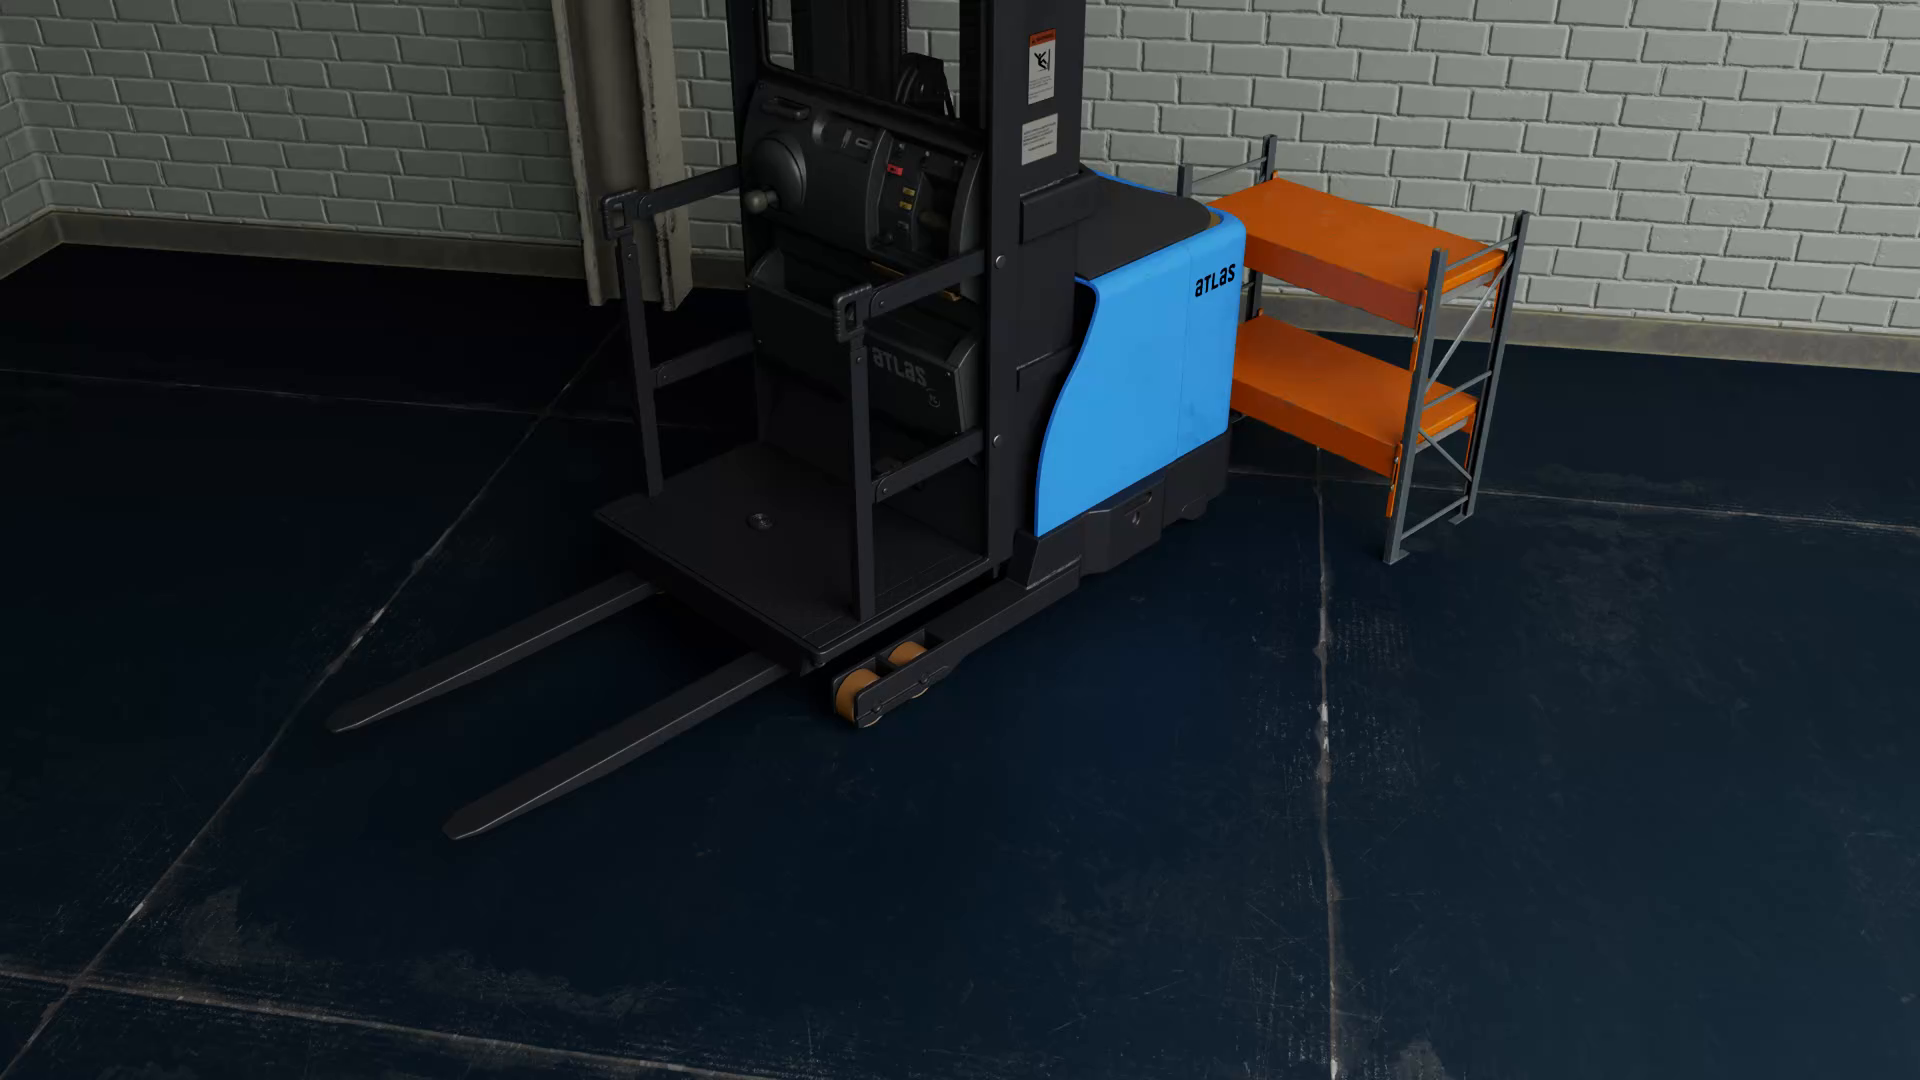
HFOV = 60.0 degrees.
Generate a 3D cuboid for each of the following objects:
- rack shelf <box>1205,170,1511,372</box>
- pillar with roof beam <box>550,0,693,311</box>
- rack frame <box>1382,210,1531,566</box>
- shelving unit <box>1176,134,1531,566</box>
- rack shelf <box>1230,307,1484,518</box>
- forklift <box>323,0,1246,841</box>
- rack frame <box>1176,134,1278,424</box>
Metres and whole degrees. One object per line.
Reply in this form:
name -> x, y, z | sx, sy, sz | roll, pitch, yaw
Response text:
rack shelf -> 1.282, -0.932, 5.628 | 0.538, 0.278, 1.000 | -26, 40, -35
pillar with roof beam -> -2.161, -2.675, 1.543 | 0.400, 9.000, 9.100 | 5, 32, 8
rack frame -> 1.625, -0.485, 5.465 | 0.500, 1.125, 0.032 | -26, 40, -35
shelving unit -> 1.282, -0.684, 5.783 | 0.538, 1.125, 1.048 | -26, 40, -35
rack shelf -> 1.282, -0.477, 5.913 | 0.538, 0.278, 1.000 | -26, 40, -35
forklift -> -0.441, -1.004, 4.592 | 1.130, 2.935, 3.031 | 27, 41, 36
rack frame -> 0.940, -0.884, 6.102 | 0.500, 1.125, 0.032 | -26, 40, -35
